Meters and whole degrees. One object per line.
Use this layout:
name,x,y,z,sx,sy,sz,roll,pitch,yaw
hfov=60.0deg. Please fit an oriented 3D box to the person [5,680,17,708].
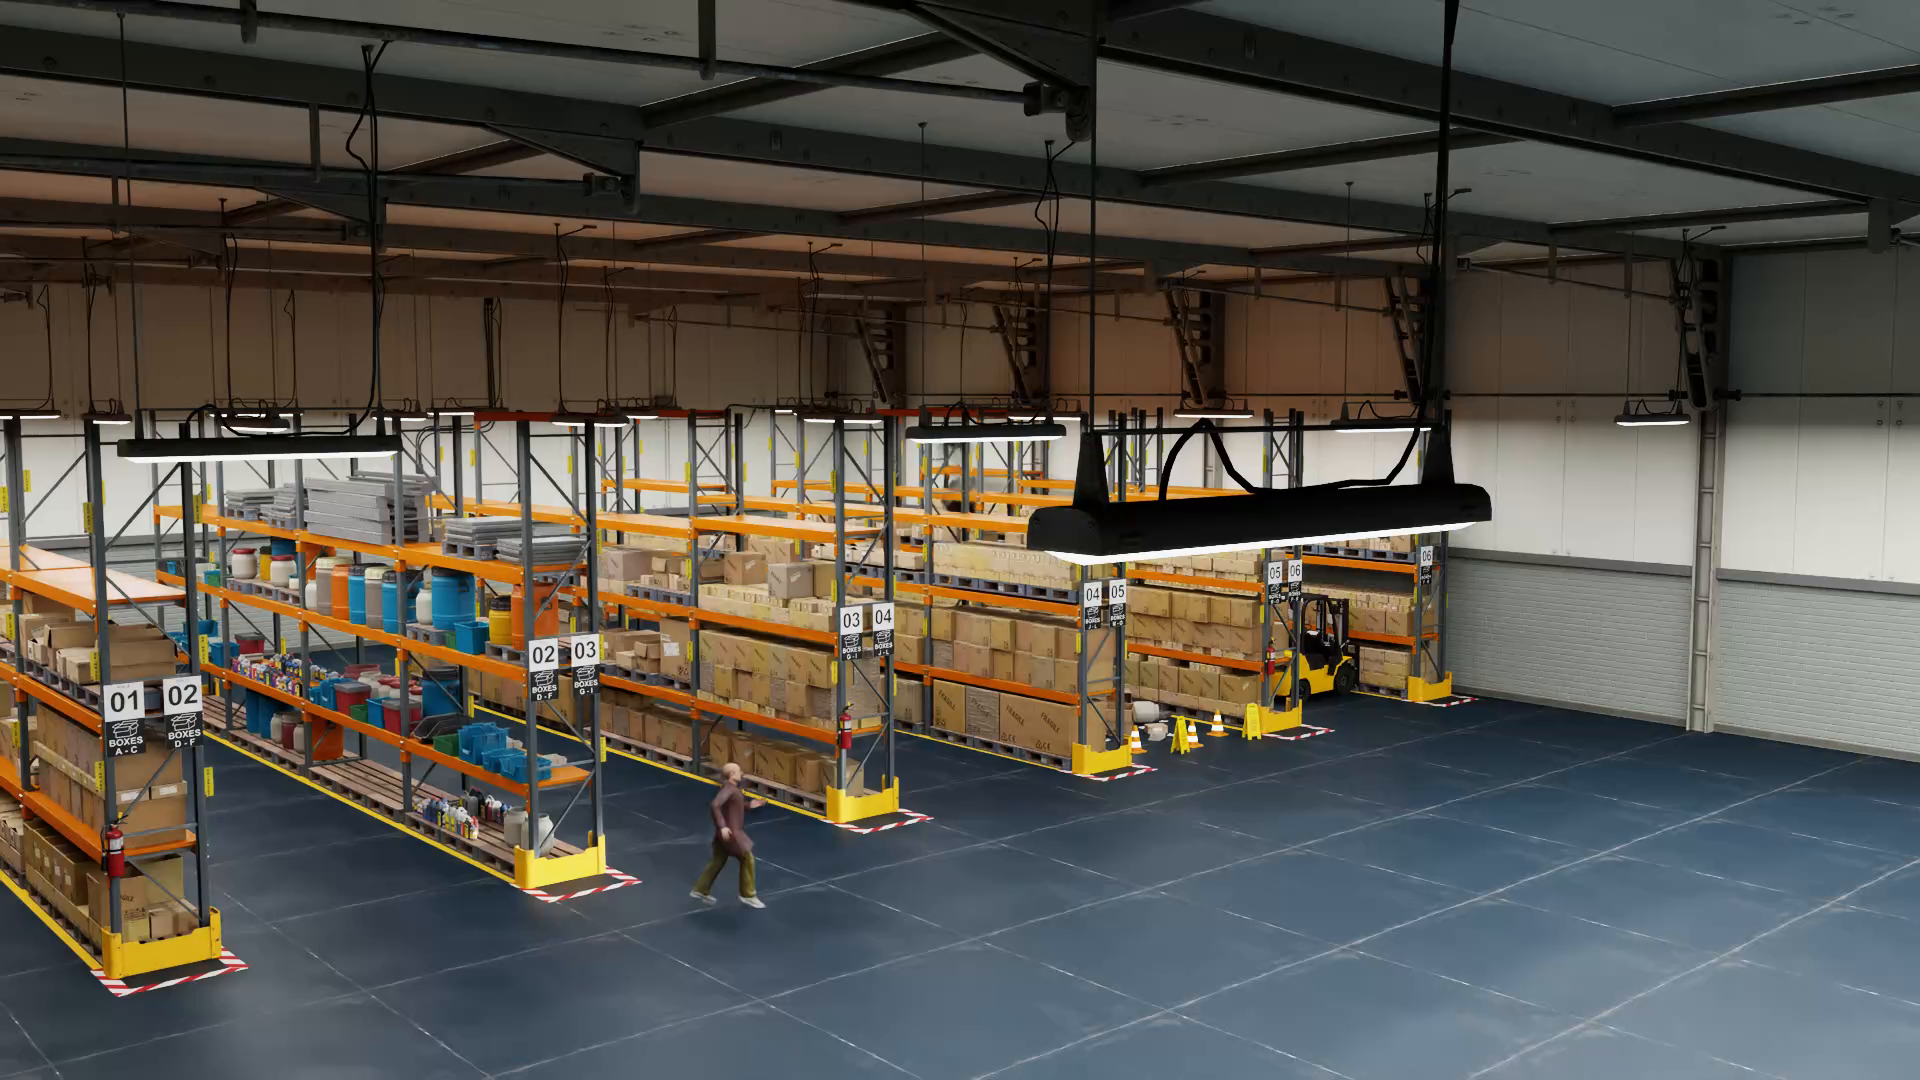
person,-18.129,2.752,31.566,0.799,1.678,0.609,2,5,19

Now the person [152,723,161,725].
person,-13.398,3.073,27.119,0.892,1.759,0.700,5,7,42

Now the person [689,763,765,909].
person,-2.852,3.641,20.394,0.954,1.837,0.672,-2,5,-20
